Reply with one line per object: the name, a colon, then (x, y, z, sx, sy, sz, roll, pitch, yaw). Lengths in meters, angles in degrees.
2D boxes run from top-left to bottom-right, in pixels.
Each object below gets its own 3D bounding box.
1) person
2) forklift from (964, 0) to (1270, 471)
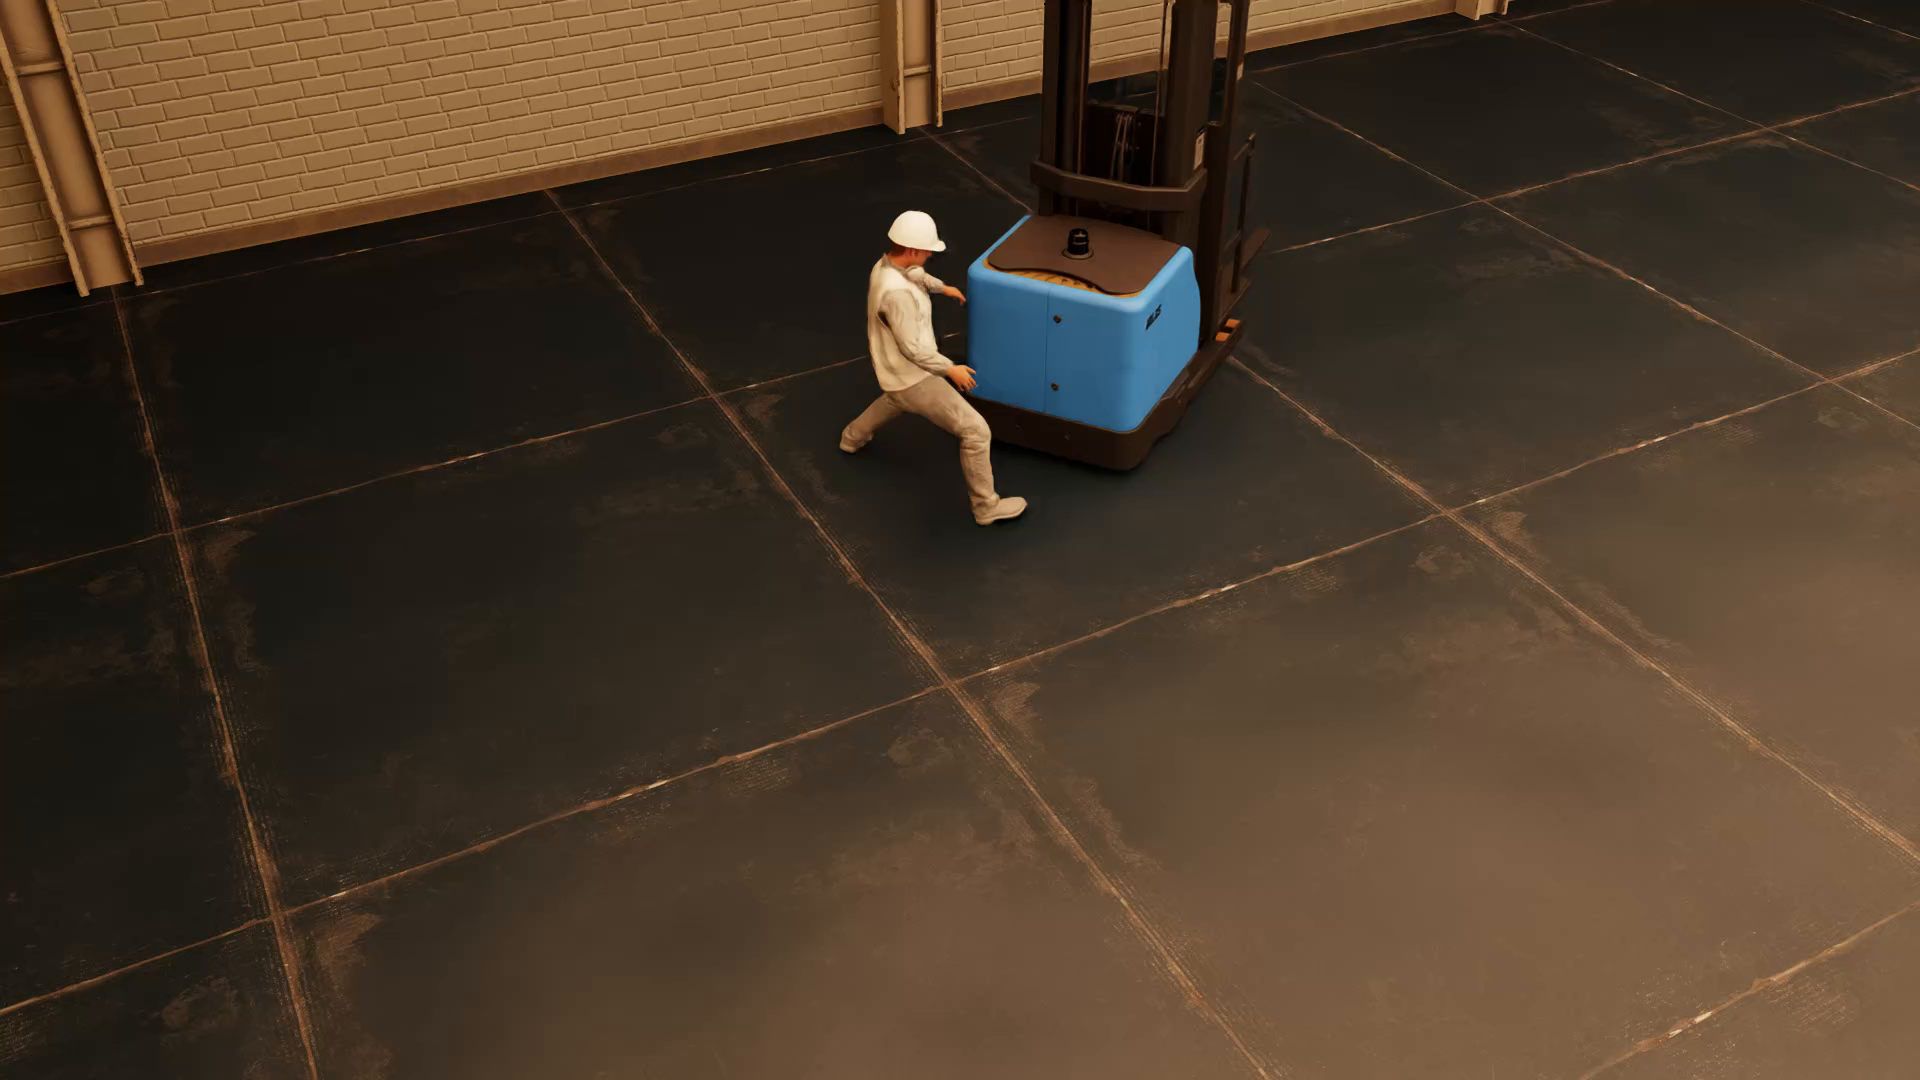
person: (-0.166, -0.981, 8.706, 0.953, 1.617, 1.049, -4, 35, -6)
forklift: (1.125, -2.413, 9.537, 1.130, 2.935, 3.031, 16, 38, 21)
